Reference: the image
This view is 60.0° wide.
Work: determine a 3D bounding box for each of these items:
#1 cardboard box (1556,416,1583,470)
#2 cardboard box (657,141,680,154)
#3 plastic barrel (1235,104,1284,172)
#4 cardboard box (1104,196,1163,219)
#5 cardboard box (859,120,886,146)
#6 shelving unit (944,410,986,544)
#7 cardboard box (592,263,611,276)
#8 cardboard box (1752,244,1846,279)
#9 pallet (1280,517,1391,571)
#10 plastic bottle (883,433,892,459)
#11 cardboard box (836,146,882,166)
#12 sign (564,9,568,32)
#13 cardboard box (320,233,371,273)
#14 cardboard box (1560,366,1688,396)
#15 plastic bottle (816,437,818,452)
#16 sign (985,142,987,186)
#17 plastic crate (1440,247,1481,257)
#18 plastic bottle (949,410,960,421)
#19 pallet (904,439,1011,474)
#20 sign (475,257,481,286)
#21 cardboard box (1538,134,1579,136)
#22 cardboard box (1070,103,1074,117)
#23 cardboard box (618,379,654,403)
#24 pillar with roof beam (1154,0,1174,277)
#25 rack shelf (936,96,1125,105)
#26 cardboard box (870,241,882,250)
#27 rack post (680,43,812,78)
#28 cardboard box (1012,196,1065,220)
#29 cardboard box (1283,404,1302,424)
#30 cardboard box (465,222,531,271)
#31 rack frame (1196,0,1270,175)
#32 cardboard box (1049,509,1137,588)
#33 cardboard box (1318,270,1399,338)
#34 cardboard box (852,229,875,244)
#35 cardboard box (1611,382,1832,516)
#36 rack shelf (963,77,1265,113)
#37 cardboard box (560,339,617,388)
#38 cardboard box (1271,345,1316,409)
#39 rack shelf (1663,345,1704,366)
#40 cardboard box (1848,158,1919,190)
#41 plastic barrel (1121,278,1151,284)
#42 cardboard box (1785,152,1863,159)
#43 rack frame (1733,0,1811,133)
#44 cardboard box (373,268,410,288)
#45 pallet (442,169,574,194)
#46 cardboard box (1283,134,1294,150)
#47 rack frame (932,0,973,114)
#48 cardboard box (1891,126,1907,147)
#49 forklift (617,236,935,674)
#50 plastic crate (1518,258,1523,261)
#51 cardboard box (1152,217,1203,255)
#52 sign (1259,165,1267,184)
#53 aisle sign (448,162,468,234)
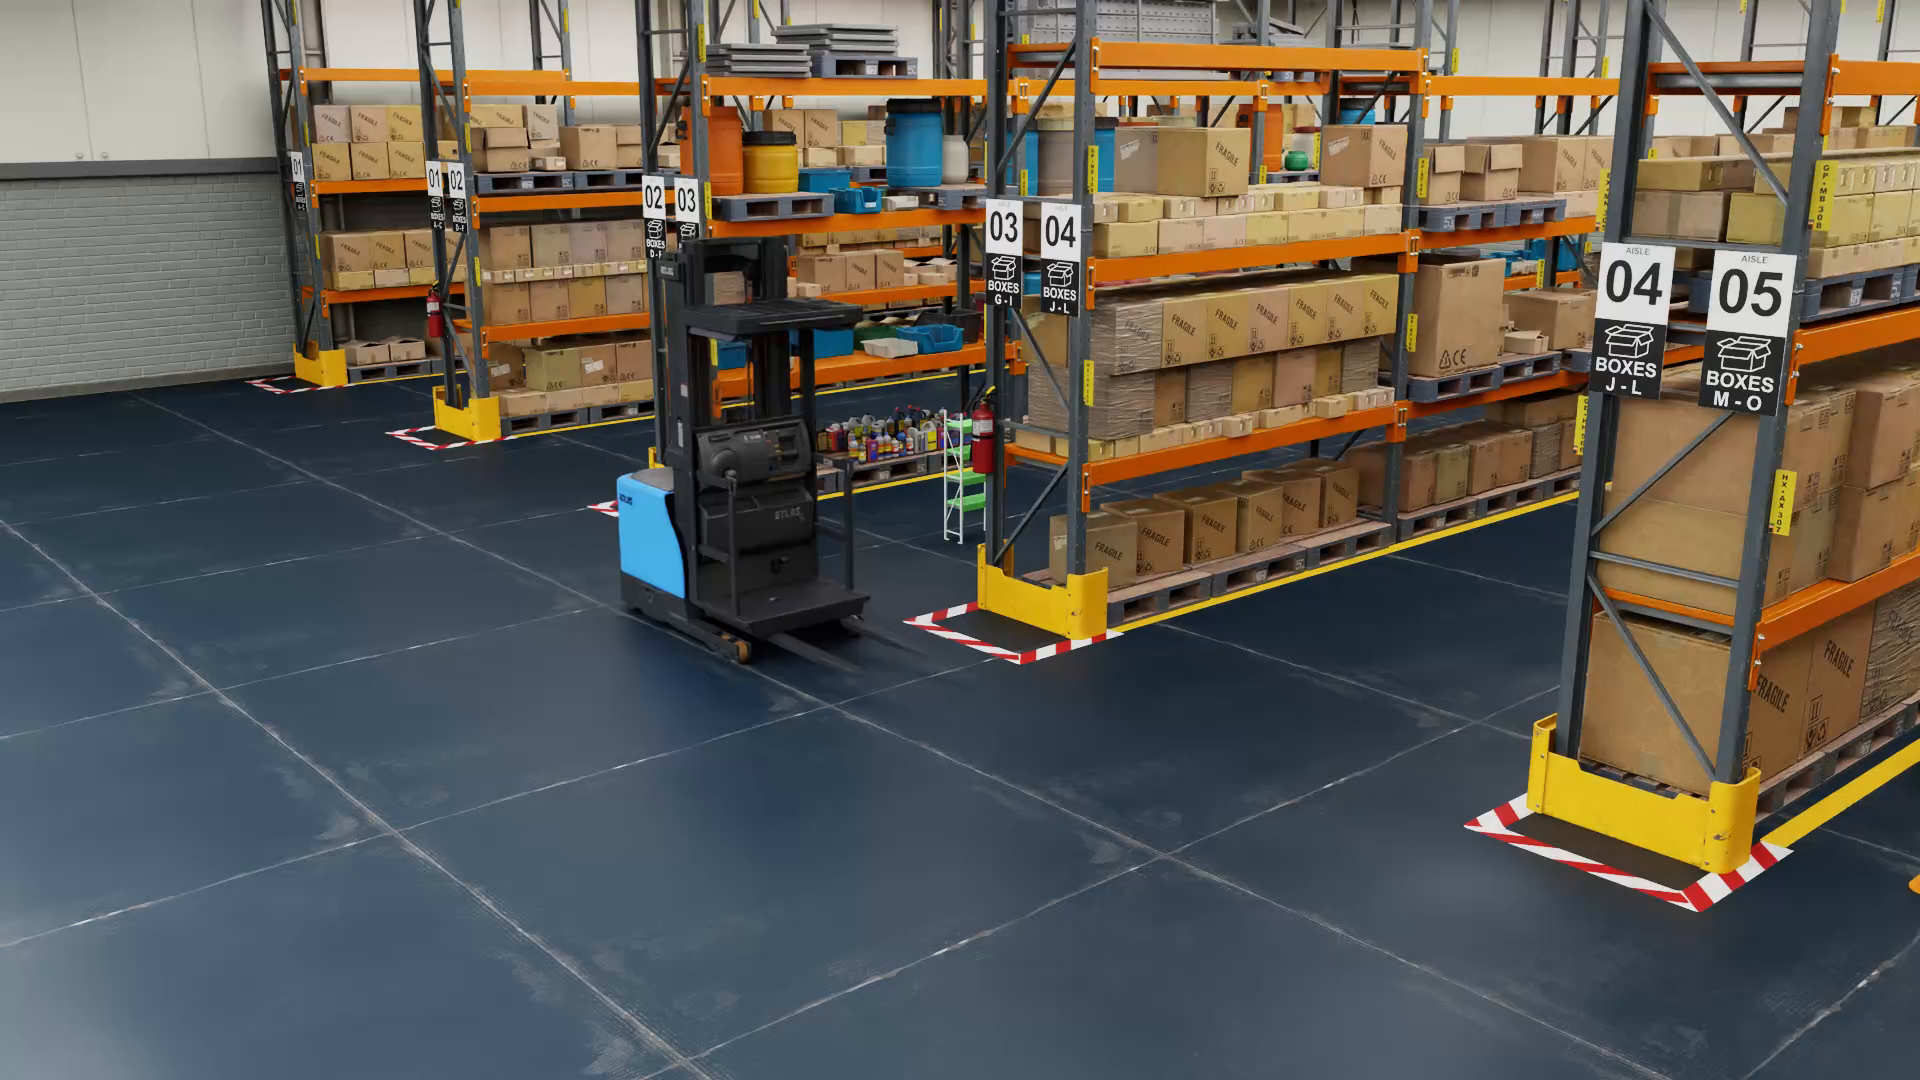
[{"bbox_3d":[6.112,-1.065,17.416,0.500,0.500,0.700,-14,20,-42],"label":"cardboard box"},{"bbox_3d":[-3.873,-4.980,21.358,0.500,0.311,0.500,-14,20,-42],"label":"cardboard box"},{"bbox_3d":[3.784,-5.097,21.061,0.708,0.830,0.600,-13,19,-39],"label":"plastic barrel"},{"bbox_3d":[1.298,-2.485,12.447,0.250,0.149,0.380,-13,20,-40],"label":"cardboard box"},{"bbox_3d":[-1.666,-7.151,29.351,0.500,0.500,0.700,-13,20,-39],"label":"cardboard box"},{"bbox_3d":[0.125,-0.608,15.200,0.503,1.200,0.258,-13,19,-39],"label":"shelving unit"},{"bbox_3d":[-4.523,-3.356,20.552,0.250,0.149,0.380,-13,20,-40],"label":"cardboard box"},{"bbox_3d":[4.219,-1.414,8.399,0.250,0.149,0.380,-12,19,-39],"label":"cardboard box"},{"bbox_3d":[3.104,-0.032,14.961,1.213,0.211,1.003,-13,19,-39],"label":"pallet"},{"bbox_3d":[-0.775,-1.003,17.625,0.097,0.271,0.097,0,15,0],"label":"plastic bottle"},{"bbox_3d":[-1.430,-5.321,23.022,0.500,0.250,0.500,14,20,42],"label":"cardboard box"},{"bbox_3d":[-5.825,-7.672,24.572,0.005,0.325,0.100,-13,19,-39],"label":"sign"},{"bbox_3d":[-8.628,-4.037,23.350,0.500,0.500,0.500,-13,19,-39],"label":"cardboard box"},{"bbox_3d":[7.139,-1.467,18.233,0.875,0.875,1.225,-14,20,-42],"label":"cardboard box"},{"bbox_3d":[-1.584,-1.044,17.915,0.097,0.201,0.097,0,15,0],"label":"plastic bottle"},{"bbox_3d":[0.220,-2.811,12.432,0.005,0.325,0.100,-13,19,-39],"label":"sign"},{"bbox_3d":[7.209,-3.982,24.104,0.583,0.464,0.402,-13,19,-39],"label":"plastic crate"},{"bbox_3d":[-0.055,-1.260,18.435,0.185,0.351,0.144,-13,19,-39],"label":"plastic bottle"},{"bbox_3d":[-0.198,-1.011,18.627,1.213,0.211,1.003,-13,19,-39],"label":"pallet"},{"bbox_3d":[-5.571,-3.099,19.209,0.005,0.325,0.100,-13,19,-39],"label":"sign"},{"bbox_3d":[6.081,-3.887,17.015,0.500,0.500,0.500,-12,19,-39],"label":"cardboard box"},{"bbox_3d":[2.127,-8.156,31.990,0.500,0.500,0.500,-12,19,-38],"label":"cardboard box"},{"bbox_3d":[-4.247,-1.927,21.167,0.500,0.250,0.500,-13,19,-39],"label":"cardboard box"},{"bbox_3d":[7.180,-9.112,31.925,0.400,9.000,9.100,-13,19,-39],"label":"pillar with roof beam"},{"bbox_3d":[1.376,-8.445,31.596,4.000,0.370,1.077,-13,19,-39],"label":"rack shelf"},{"bbox_3d":[-1.599,-5.232,29.471,0.250,0.149,0.380,-13,19,-39],"label":"cardboard box"},{"bbox_3d":[-2.028,-4.547,15.803,0.954,0.300,0.937,-10,18,-33],"label":"rack post"},{"bbox_3d":[0.574,-2.500,12.501,0.250,0.149,0.380,-13,19,-39],"label":"cardboard box"},{"bbox_3d":[2.642,-1.083,13.978,0.250,0.149,0.380,-13,19,-39],"label":"cardboard box"},{"bbox_3d":[-5.530,-3.512,19.879,0.500,0.500,0.700,-13,19,-39],"label":"cardboard box"},{"bbox_3d":[3.353,-6.040,20.426,0.127,3.000,1.000,-13,19,-39],"label":"rack frame"},{"bbox_3d":[1.052,0.080,13.169,0.500,0.500,0.500,-9,17,-29],"label":"cardboard box"},{"bbox_3d":[3.428,-2.045,14.387,0.500,0.500,0.500,-13,19,-39],"label":"cardboard box"},{"bbox_3d":[-1.839,-5.475,29.127,0.500,0.500,0.500,-13,20,-40],"label":"cardboard box"},{"bbox_3d":[4.055,-0.489,8.886,0.550,0.550,0.875,-13,19,-39],"label":"cardboard box"},{"bbox_3d":[1.845,-5.161,19.302,4.000,0.370,1.077,-13,19,-39],"label":"rack shelf"},{"bbox_3d":[-4.635,-2.208,20.766,0.500,0.500,0.500,-13,19,-39],"label":"cardboard box"},{"bbox_3d":[2.496,-1.446,14.080,0.500,0.500,0.875,-13,19,-39],"label":"cardboard box"},{"bbox_3d":[8.114,-2.169,18.951,4.000,0.370,1.077,-13,19,-39],"label":"rack shelf"},{"bbox_3d":[4.978,-1.971,8.937,0.250,0.149,0.380,-13,20,-40],"label":"cardboard box"},{"bbox_3d":[2.081,-2.847,19.832,0.433,0.535,0.433,0,15,0],"label":"plastic barrel"},{"bbox_3d":[5.122,-2.228,9.901,0.250,0.149,0.380,-13,20,-40],"label":"cardboard box"},{"bbox_3d":[9.622,-5.754,19.353,0.127,3.000,1.000,-13,19,-39],"label":"rack frame"},{"bbox_3d":[-8.226,-3.764,23.781,0.500,0.250,0.500,-13,20,-41],"label":"cardboard box"},{"bbox_3d":[-5.380,-4.273,19.793,1.213,0.211,1.003,-13,19,-39],"label":"pallet"},{"bbox_3d":[5.543,-6.859,28.625,0.500,0.250,0.500,-13,19,-39],"label":"cardboard box"},{"bbox_3d":[-0.132,-8.647,30.183,0.127,3.000,1.000,-13,19,-39],"label":"rack frame"},{"bbox_3d":[11.779,-5.111,21.559,0.500,0.500,0.700,-14,20,-41],"label":"cardboard box"},{"bbox_3d":[-1.379,-0.670,12.078,1.130,2.935,3.031,-12,19,-37],"label":"forklift"},{"bbox_3d":[8.690,-4.383,26.240,0.298,0.136,0.250,-13,19,-39],"label":"plastic crate"},{"bbox_3d":[1.488,-2.319,12.597,0.500,0.250,0.500,-13,20,-41],"label":"cardboard box"},{"bbox_3d":[3.720,-4.435,20.430,0.005,0.325,0.100,-13,19,-39],"label":"sign"},{"bbox_3d":[-5.779,-3.937,19.138,0.004,0.787,0.394,-13,19,-39],"label":"aisle sign"}]
